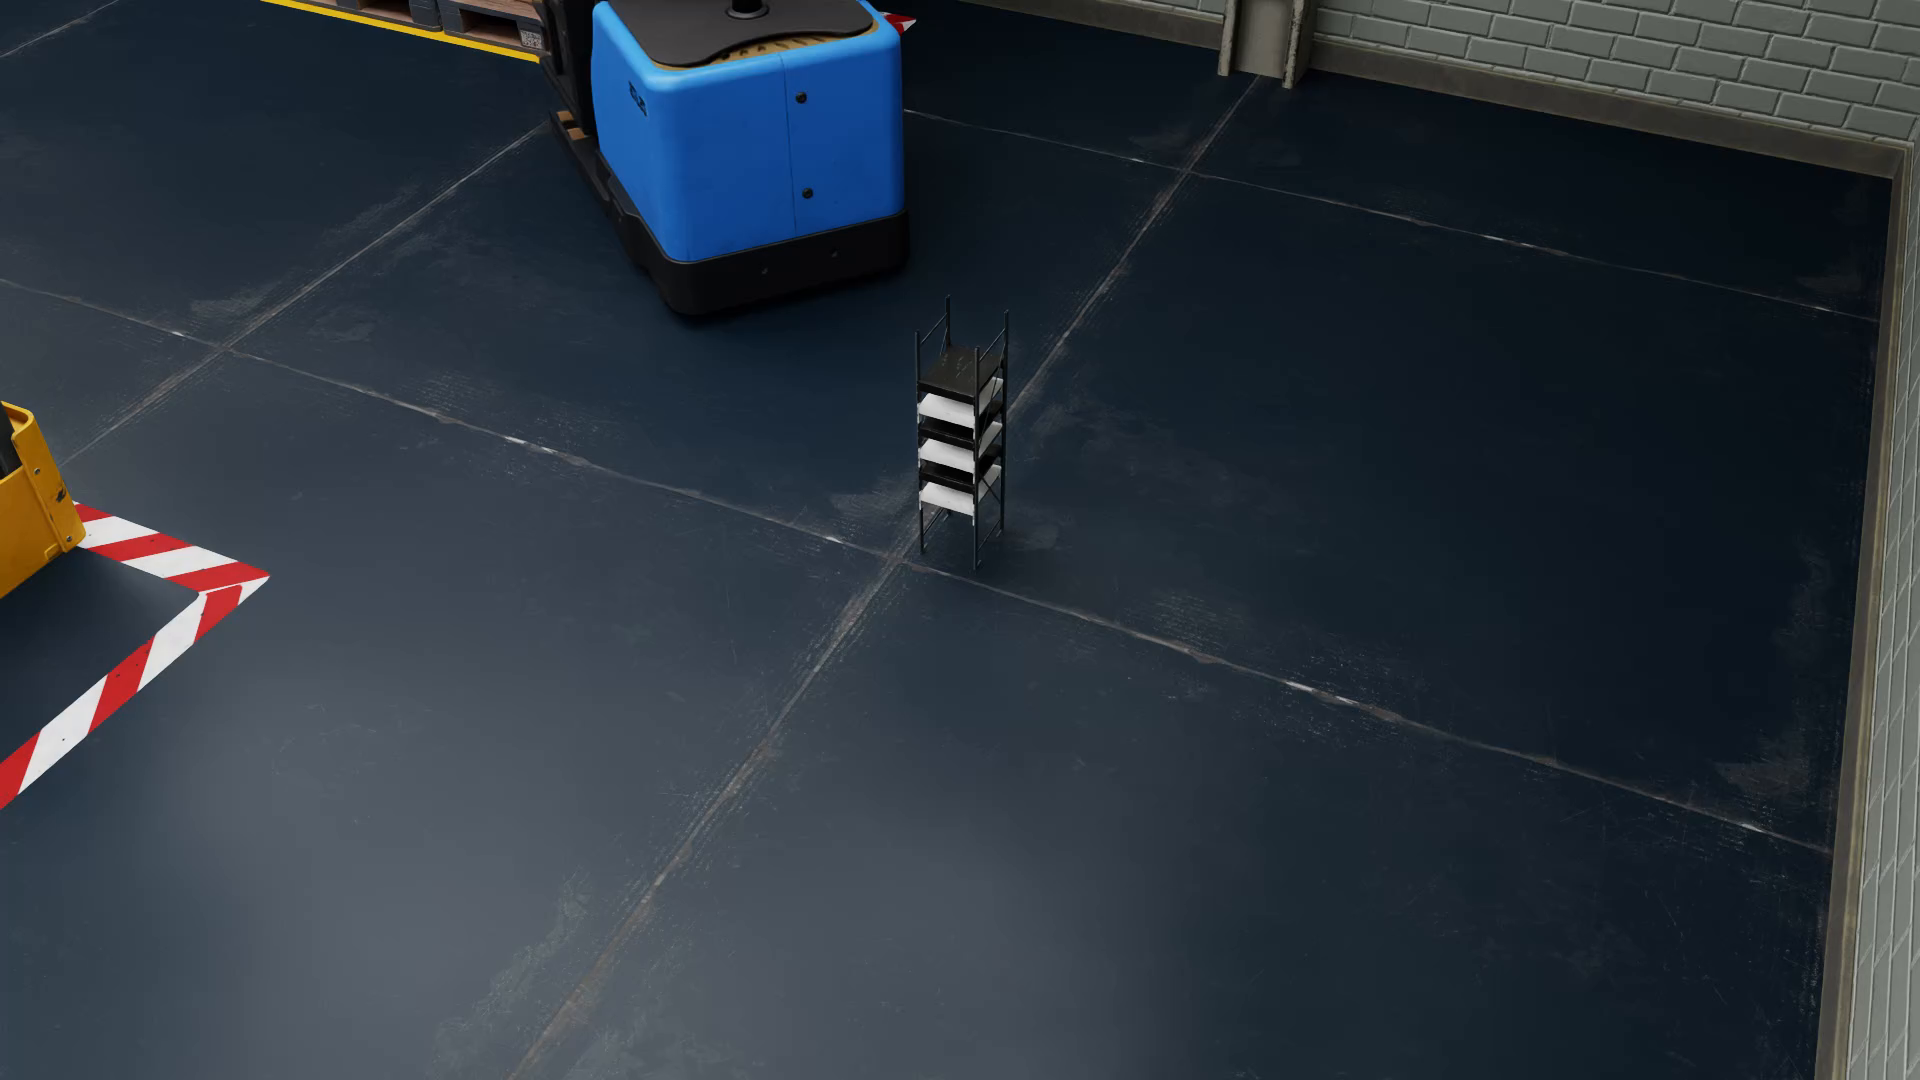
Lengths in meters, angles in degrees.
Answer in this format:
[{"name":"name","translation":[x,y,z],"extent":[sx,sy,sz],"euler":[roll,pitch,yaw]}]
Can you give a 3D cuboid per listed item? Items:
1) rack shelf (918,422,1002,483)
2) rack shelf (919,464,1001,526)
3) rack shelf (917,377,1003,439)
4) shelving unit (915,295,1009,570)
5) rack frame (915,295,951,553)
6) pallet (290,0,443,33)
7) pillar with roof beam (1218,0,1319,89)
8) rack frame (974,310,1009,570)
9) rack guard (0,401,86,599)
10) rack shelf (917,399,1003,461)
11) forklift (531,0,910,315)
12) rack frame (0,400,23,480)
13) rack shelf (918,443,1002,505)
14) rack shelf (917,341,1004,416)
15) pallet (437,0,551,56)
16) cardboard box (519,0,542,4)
[{"name":"rack shelf","translation":[0.007,-0.313,5.474],"extent":[0.200,0.077,0.258],"euler":[17,44,19]},{"name":"rack shelf","translation":[0.007,-0.177,5.592],"extent":[0.200,0.077,0.258],"euler":[17,44,19]},{"name":"rack shelf","translation":[0.007,-0.449,5.357],"extent":[0.200,0.077,0.258],"euler":[17,44,19]},{"name":"shelving unit","translation":[0.007,-0.338,5.453],"extent":[0.210,0.900,0.258],"euler":[17,44,19]},{"name":"rack frame","translation":[-0.085,-0.366,5.485],"extent":[0.006,0.900,0.240],"euler":[17,44,19]},{"name":"pallet","translation":[-3.113,-3.244,9.332],"extent":[1.213,0.211,1.003],"euler":[17,44,19]},{"name":"pillar with roof beam","translation":[-0.261,-3.262,2.642],"extent":[0.400,9.000,9.100],"euler":[17,44,19]},{"name":"rack frame","translation":[0.099,-0.310,5.420],"extent":[0.006,0.900,0.240],"euler":[17,44,19]},{"name":"rack guard","translation":[-3.413,0.081,5.275],"extent":[0.348,0.500,1.175],"euler":[17,44,19]},{"name":"rack shelf","translation":[0.007,-0.381,5.416],"extent":[0.200,0.077,0.258],"euler":[17,44,19]},{"name":"forklift","translation":[-1.293,-2.977,6.947],"extent":[1.130,2.935,3.031],"euler":[-17,44,-19]},{"name":"rack frame","translation":[-3.345,-0.843,4.432],"extent":[0.127,3.000,1.000],"euler":[17,44,19]},{"name":"rack shelf","translation":[0.007,-0.245,5.533],"extent":[0.200,0.077,0.258],"euler":[17,44,19]},{"name":"rack shelf","translation":[0.007,-0.517,5.298],"extent":[0.200,0.077,0.258],"euler":[17,44,19]},{"name":"pallet","translation":[-2.011,-2.905,8.941],"extent":[1.213,0.211,1.003],"euler":[17,44,19]},{"name":"cardboard box","translation":[-1.930,-3.133,8.662],"extent":[0.500,0.500,0.700],"euler":[17,44,19]}]
